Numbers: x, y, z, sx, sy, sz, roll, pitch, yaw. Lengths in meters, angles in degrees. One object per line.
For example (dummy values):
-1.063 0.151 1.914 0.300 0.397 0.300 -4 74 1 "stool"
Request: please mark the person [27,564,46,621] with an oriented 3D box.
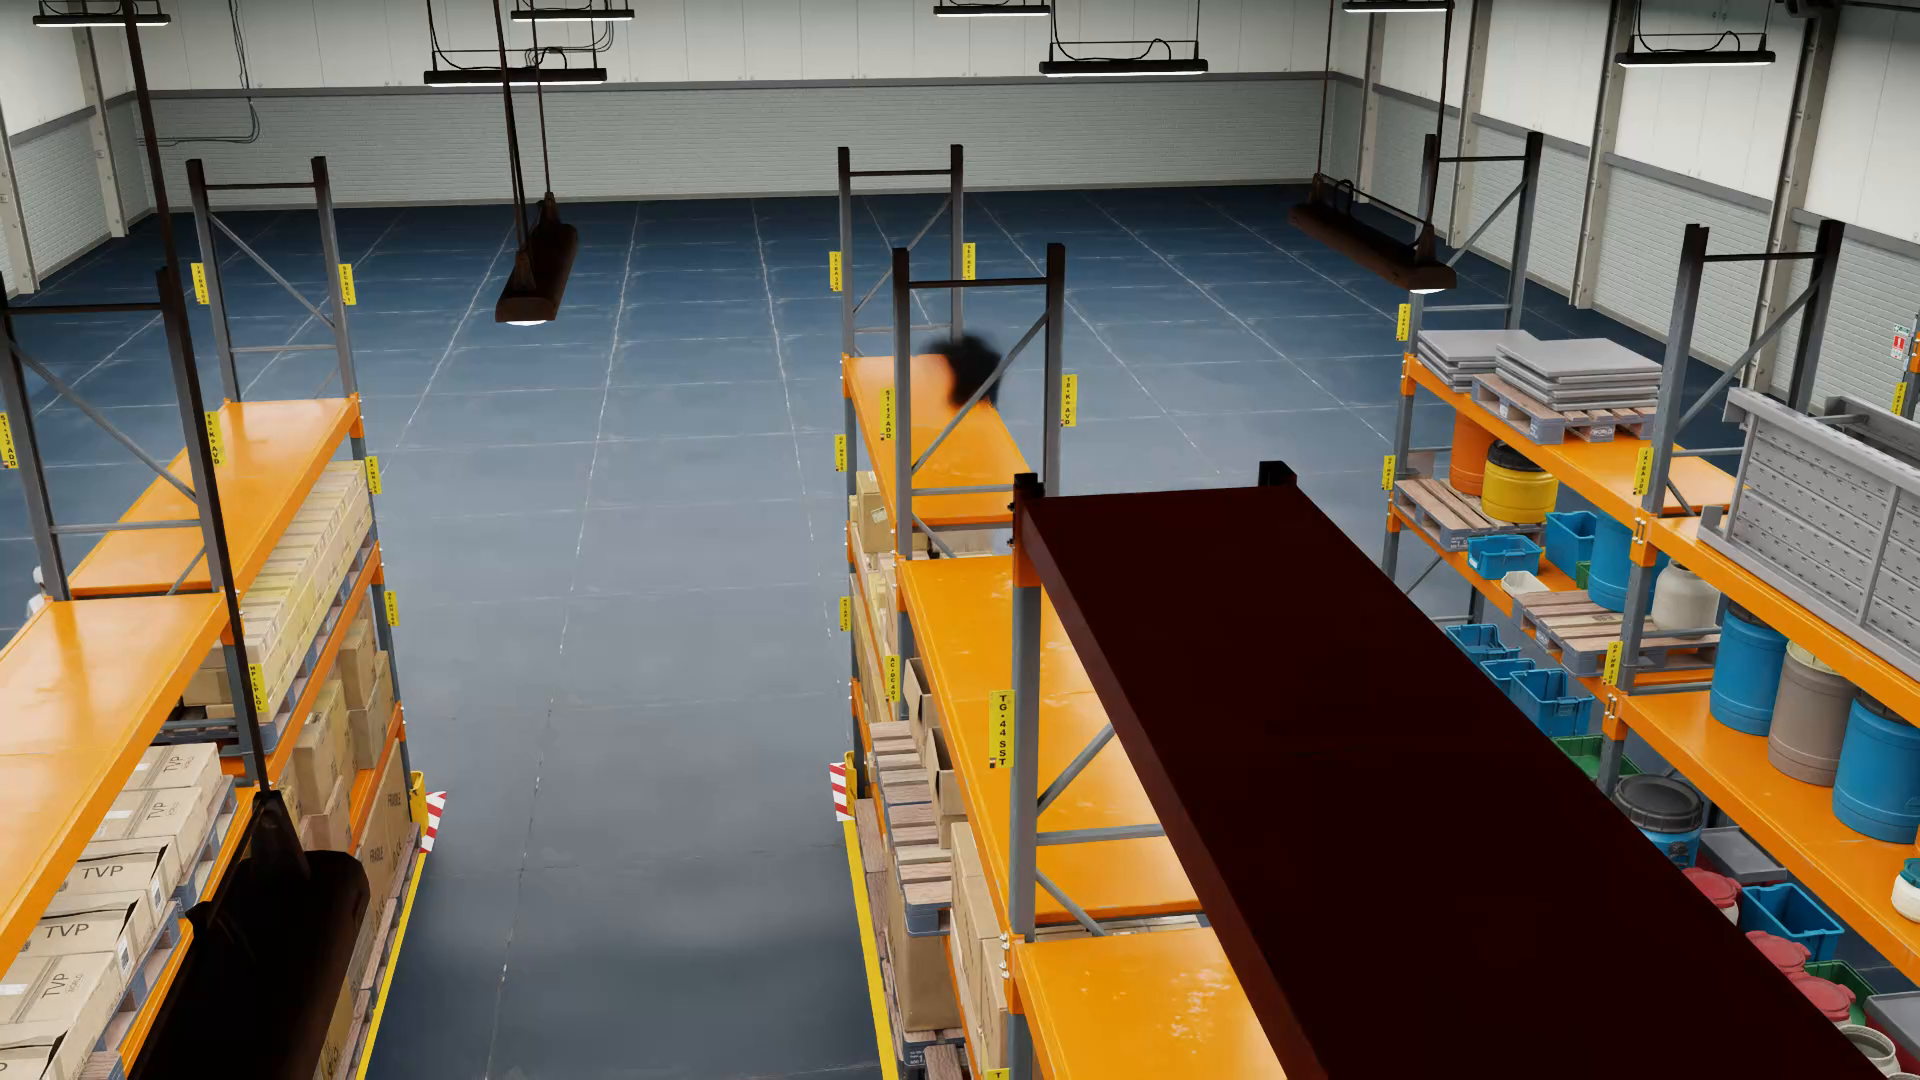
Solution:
-8.886 1.073 16.609 0.803 1.694 0.679 -6 22 -14 "person"
